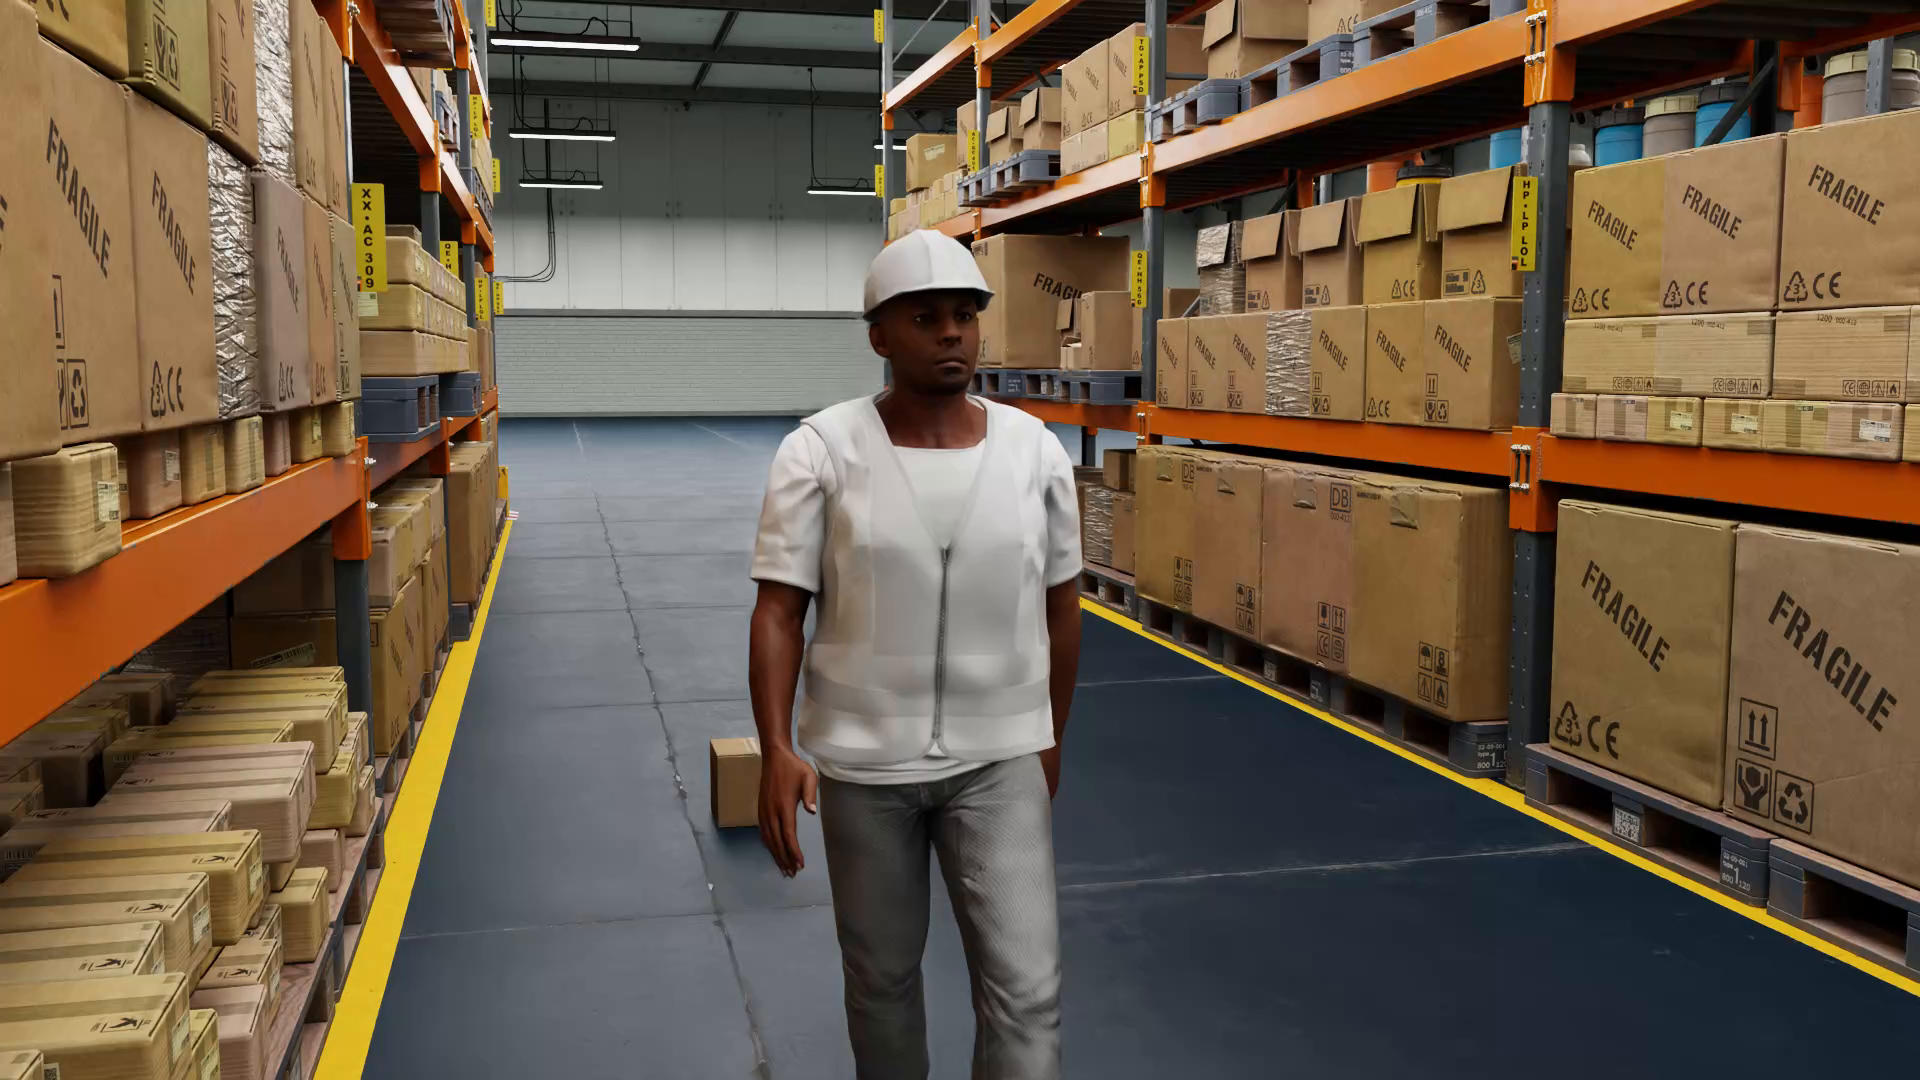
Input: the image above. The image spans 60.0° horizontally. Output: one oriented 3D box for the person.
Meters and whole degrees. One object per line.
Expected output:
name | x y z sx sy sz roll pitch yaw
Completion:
person | -0.049 0.382 2.715 0.583 1.767 0.849 -1 6 -8
